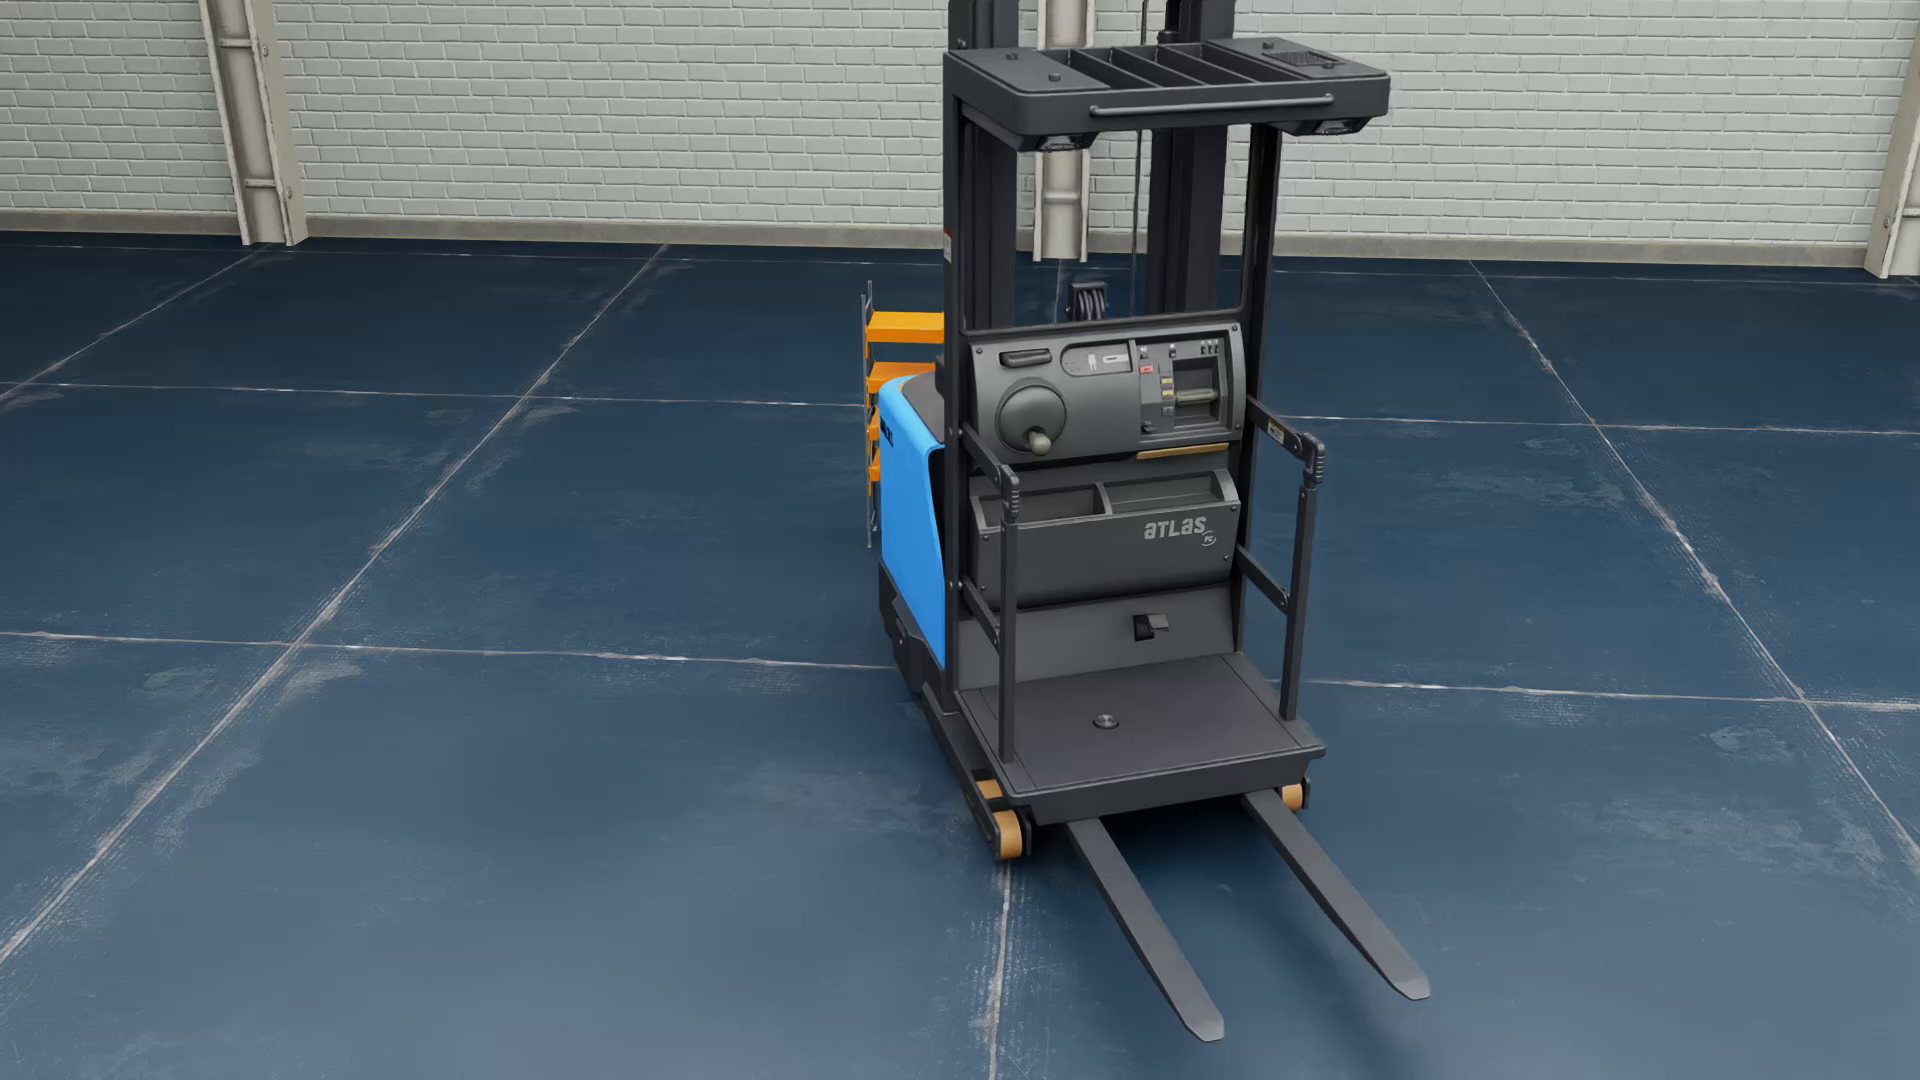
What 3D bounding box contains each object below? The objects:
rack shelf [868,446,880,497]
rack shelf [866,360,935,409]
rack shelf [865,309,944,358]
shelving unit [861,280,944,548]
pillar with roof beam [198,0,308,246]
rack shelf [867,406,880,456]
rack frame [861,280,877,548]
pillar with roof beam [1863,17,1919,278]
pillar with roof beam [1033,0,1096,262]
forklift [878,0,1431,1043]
[{"bbox_3d":[-0.165,-0.309,7.622,0.480,0.148,0.258,2,25,4],"label":"rack shelf"},{"bbox_3d":[-0.165,-0.692,7.445,0.480,0.148,0.258,2,25,4],"label":"rack shelf"},{"bbox_3d":[-0.165,-0.907,7.346,0.480,0.148,0.258,2,25,4],"label":"rack shelf"},{"bbox_3d":[-0.165,-0.550,7.511,0.503,1.200,0.258,2,25,4],"label":"shelving unit"},{"bbox_3d":[-5.568,-4.593,6.966,0.400,9.000,9.100,2,25,4],"label":"pillar with roof beam"},{"bbox_3d":[-0.165,-0.489,7.539,0.480,0.148,0.258,2,25,4],"label":"rack shelf"},{"bbox_3d":[-0.408,-0.558,7.528,0.015,1.200,0.240,2,25,4],"label":"rack frame"},{"bbox_3d":[6.396,-4.209,6.132,0.400,9.000,9.100,2,25,4],"label":"pillar with roof beam"},{"bbox_3d":[0.414,-4.401,6.549,0.400,9.000,9.100,2,25,4],"label":"pillar with roof beam"},{"bbox_3d":[0.552,-0.460,5.244,1.130,2.935,3.031,-7,26,-14],"label":"forklift"}]
